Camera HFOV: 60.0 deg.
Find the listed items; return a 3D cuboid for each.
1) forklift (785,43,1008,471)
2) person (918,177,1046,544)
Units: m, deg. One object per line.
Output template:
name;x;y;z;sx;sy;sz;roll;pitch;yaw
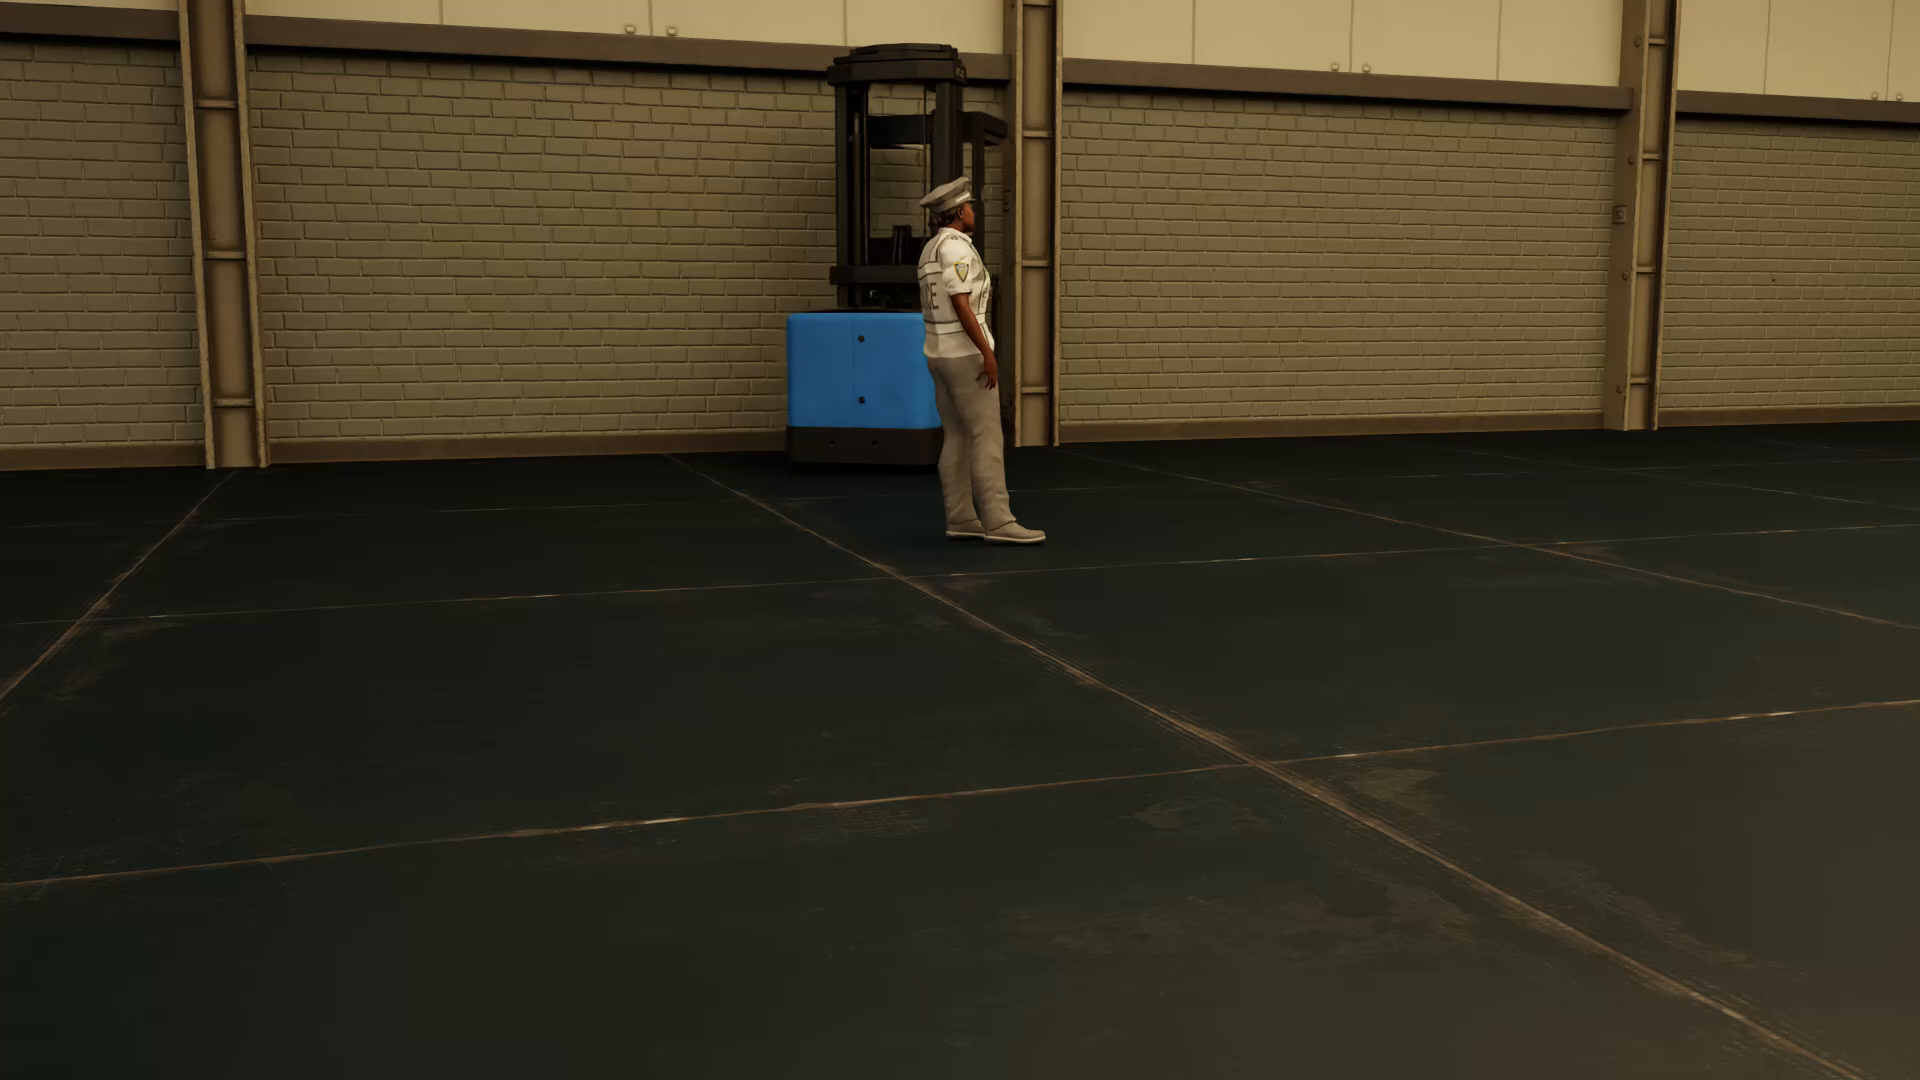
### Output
forklift;-0.285;-2.088;12.401;1.130;2.935;3.031;2;8;16
person;0.077;-0.847;7.814;0.530;1.694;0.569;-3;8;-18
